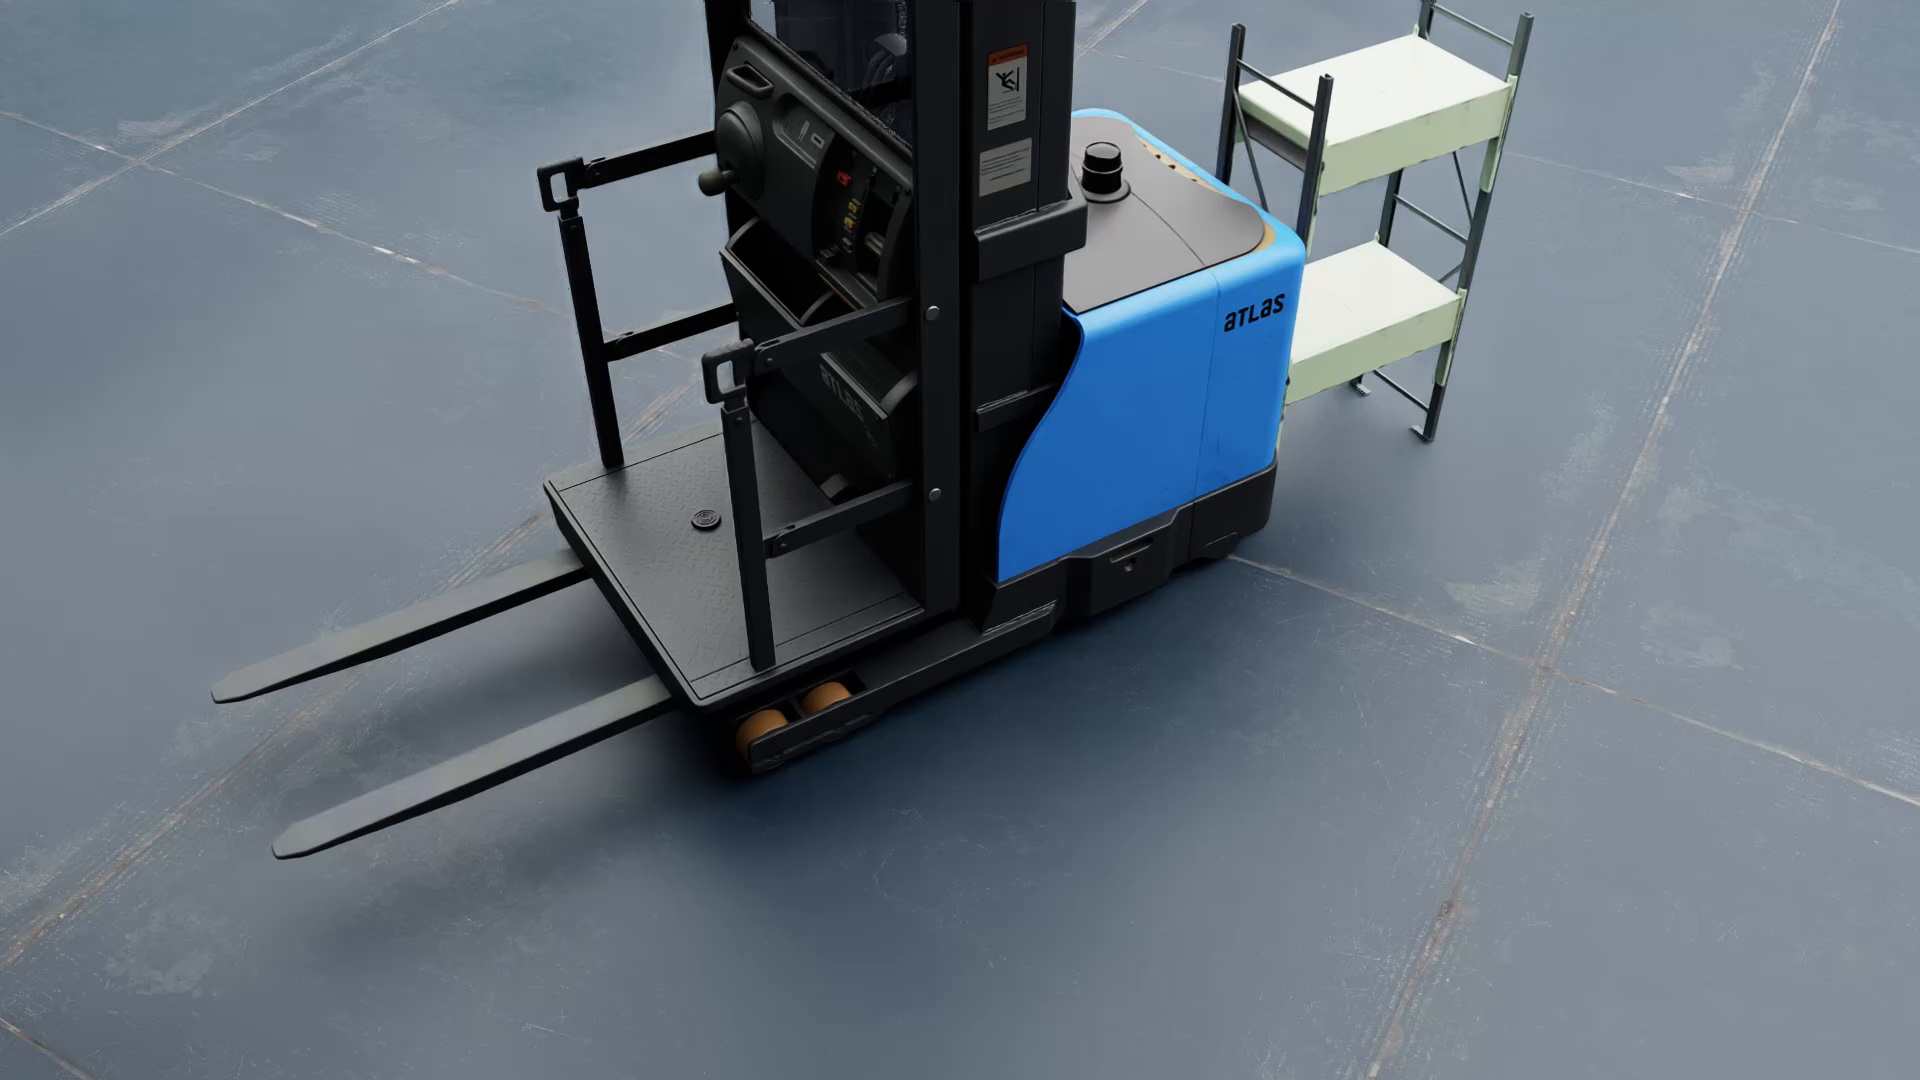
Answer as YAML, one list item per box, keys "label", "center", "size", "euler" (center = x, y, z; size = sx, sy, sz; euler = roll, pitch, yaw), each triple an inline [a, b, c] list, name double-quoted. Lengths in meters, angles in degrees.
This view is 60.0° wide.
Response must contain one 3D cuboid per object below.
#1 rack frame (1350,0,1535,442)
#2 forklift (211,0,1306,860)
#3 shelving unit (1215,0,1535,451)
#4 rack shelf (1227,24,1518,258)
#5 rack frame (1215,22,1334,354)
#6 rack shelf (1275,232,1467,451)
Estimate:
- label: "rack frame"
  center: [1.492, -1.009, 5.261]
  size: [0.023, 1.500, 0.400]
  euler: [-22, 46, -23]
- label: "forklift"
  center: [-0.549, -0.874, 4.025]
  size: [3.031, 2.935, 1.130]
  euler: [-22, 46, -23]
- label: "shelving unit"
  center: [1.180, -0.883, 5.118]
  size: [0.755, 1.500, 0.431]
  euler: [-22, 46, -23]
- label: "rack shelf"
  center: [1.180, -1.176, 4.860]
  size: [0.720, 0.370, 0.431]
  euler: [-22, 46, -23]
- label: "rack frame"
  center: [0.867, -0.757, 4.974]
  size: [0.023, 1.500, 0.400]
  euler: [-22, 46, -23]
- label: "rack shelf"
  center: [1.180, -0.638, 5.333]
  size: [0.720, 0.370, 0.431]
  euler: [-22, 46, -23]
